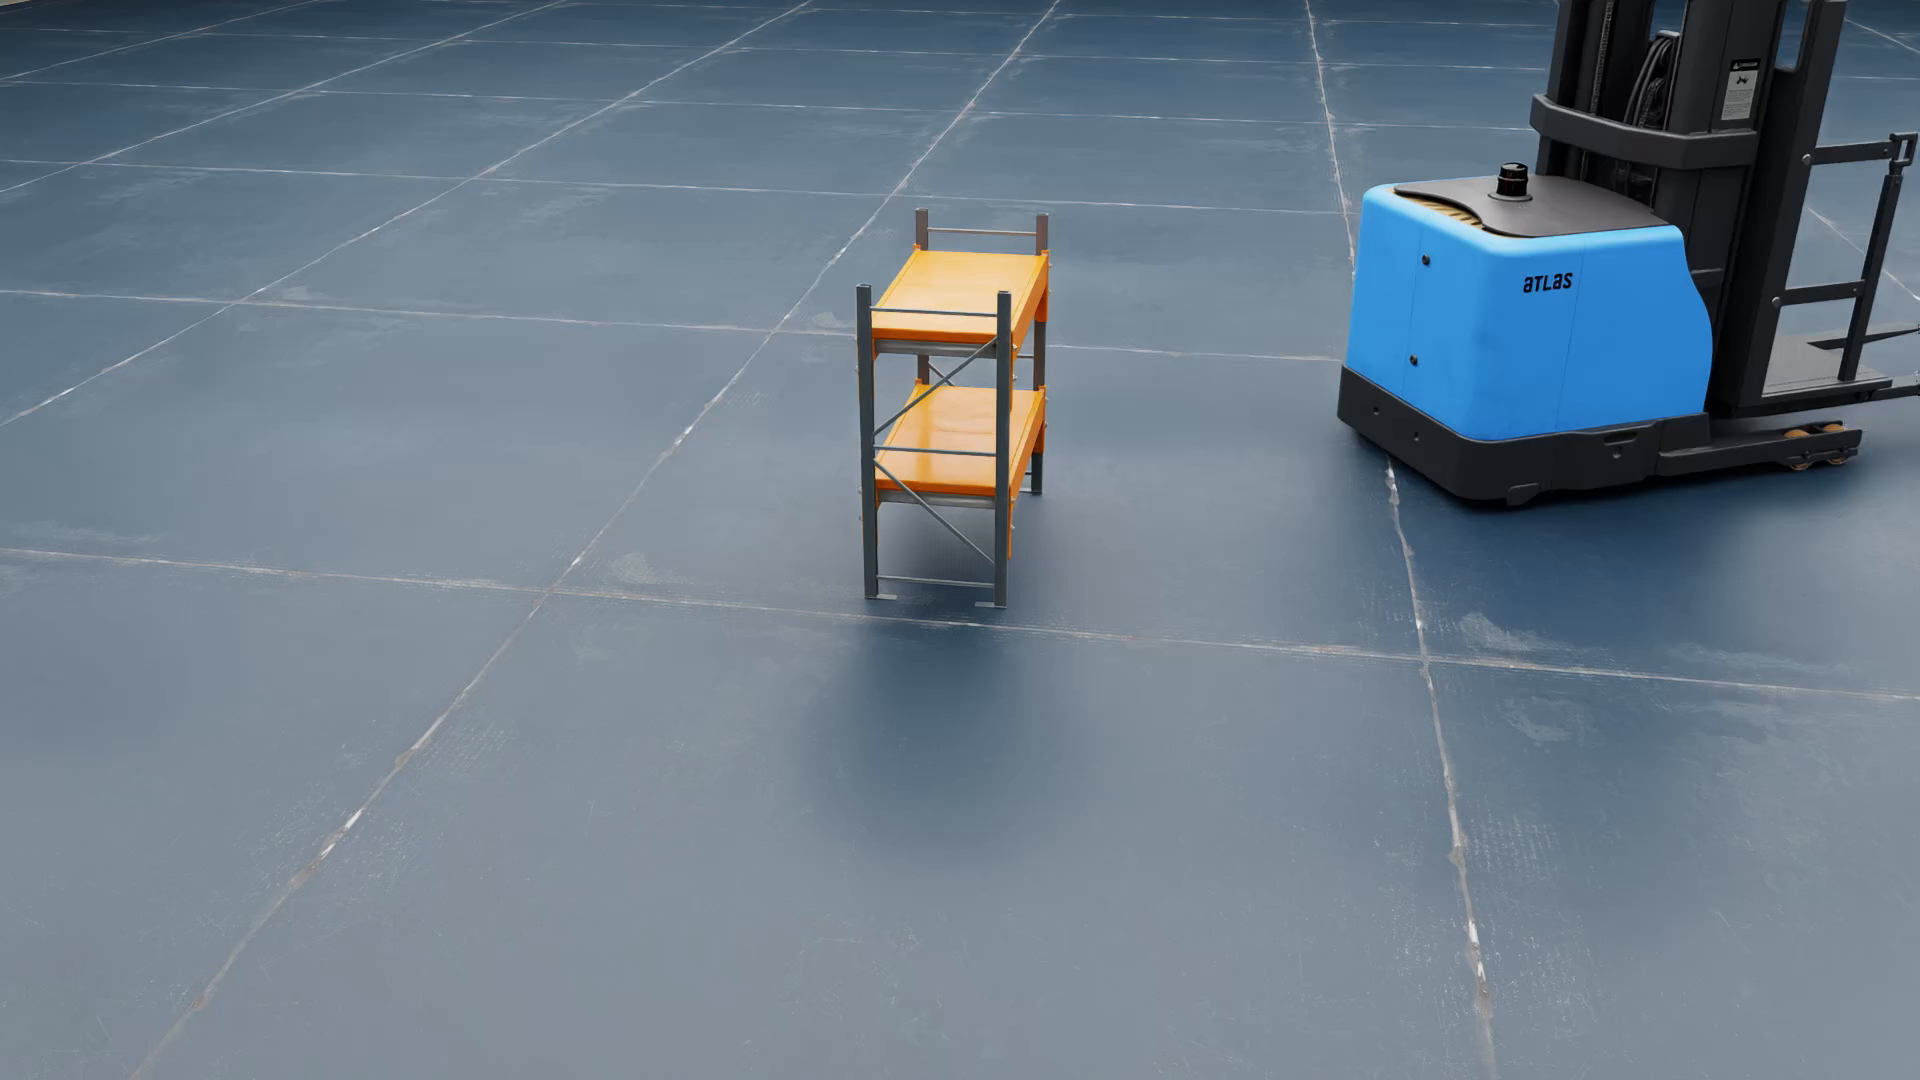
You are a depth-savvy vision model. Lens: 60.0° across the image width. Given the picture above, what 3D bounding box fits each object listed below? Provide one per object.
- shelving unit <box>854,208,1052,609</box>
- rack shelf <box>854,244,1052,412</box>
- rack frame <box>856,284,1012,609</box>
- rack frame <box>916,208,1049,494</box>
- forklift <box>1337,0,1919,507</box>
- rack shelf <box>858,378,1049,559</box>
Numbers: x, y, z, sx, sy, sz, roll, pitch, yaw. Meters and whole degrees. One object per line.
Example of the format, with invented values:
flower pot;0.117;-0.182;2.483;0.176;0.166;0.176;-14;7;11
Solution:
shelving unit;-0.001;-0.507;6.005;0.538;1.125;1.048;4;25;9
rack shelf;-0.001;-0.772;5.881;0.538;0.278;1.000;4;25;9
rack frame;-0.084;-0.294;5.551;0.500;1.125;0.032;4;25;9
rack frame;0.082;-0.719;6.460;0.500;1.125;0.032;4;25;9
forklift;3.212;-1.817;6.675;3.031;2.935;1.130;-8;26;-17
rack shelf;-0.001;-0.285;6.109;0.538;0.278;1.000;4;25;9
